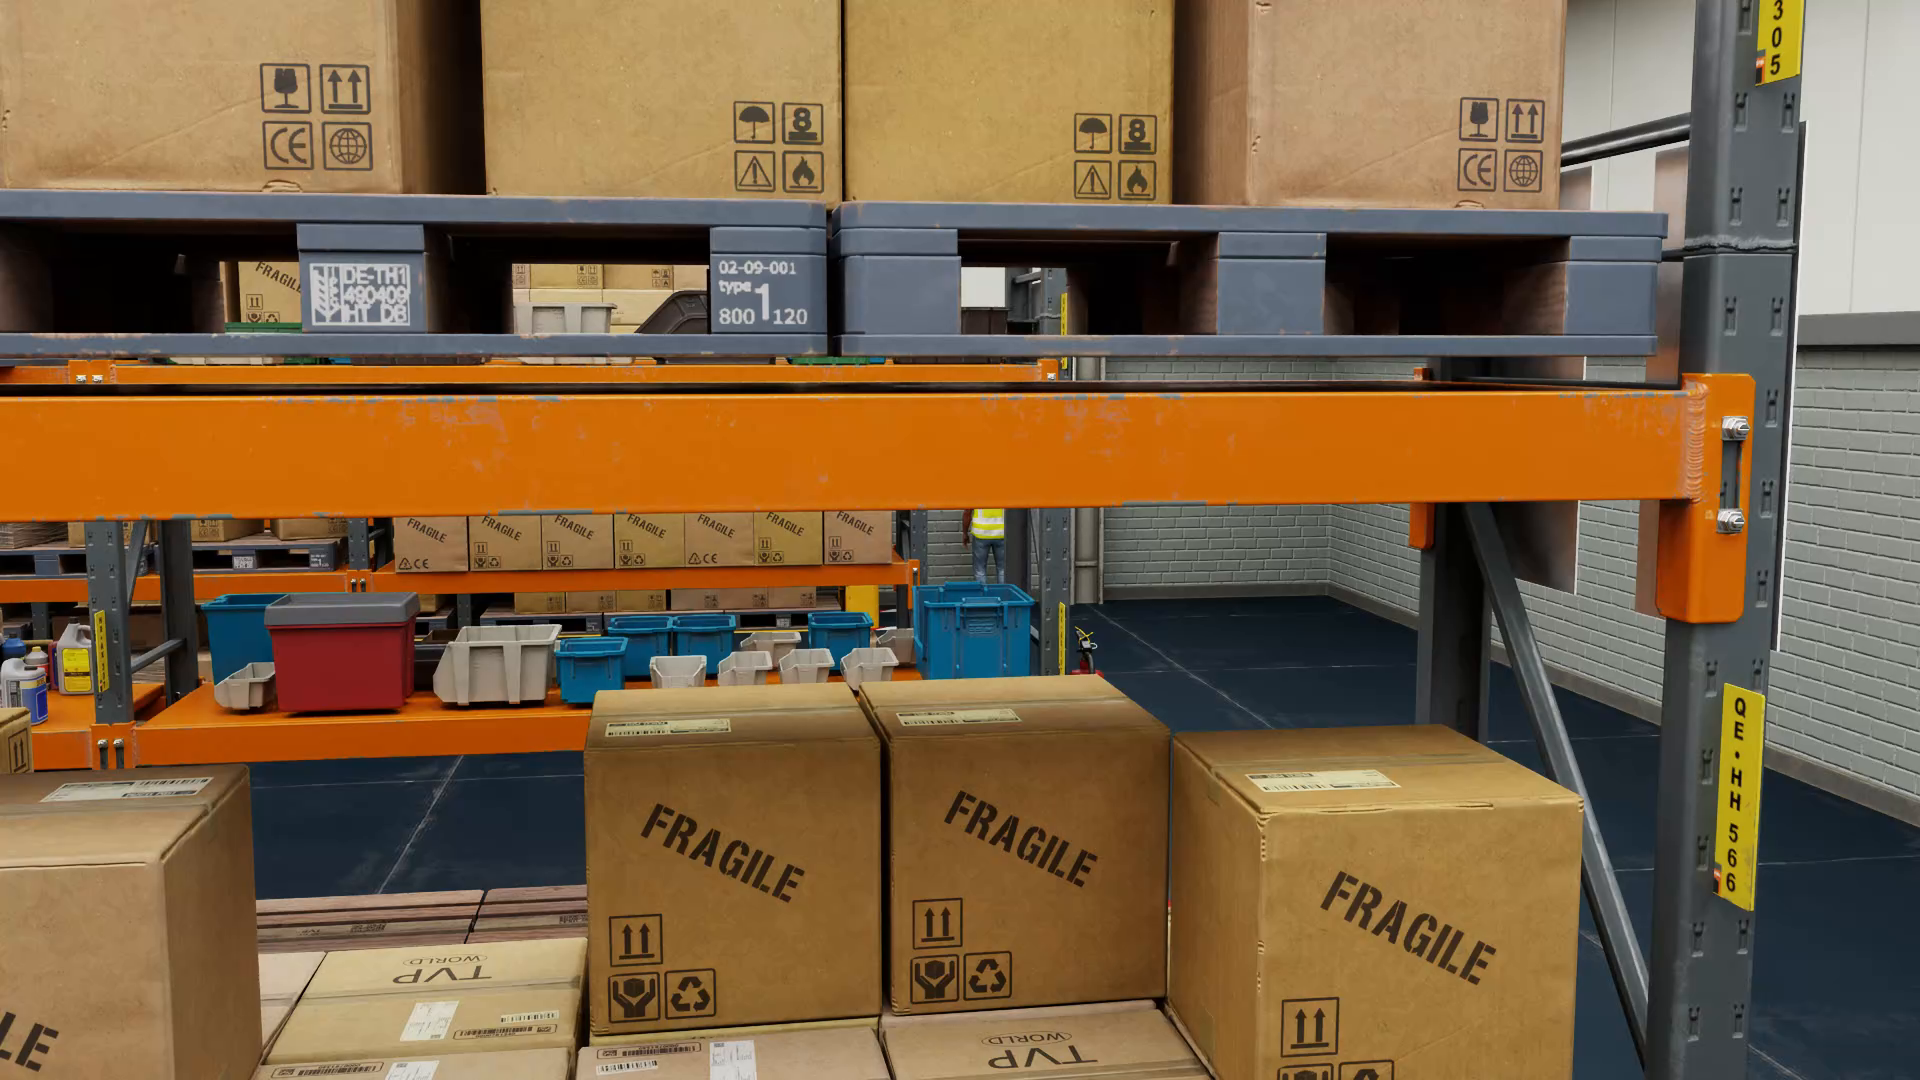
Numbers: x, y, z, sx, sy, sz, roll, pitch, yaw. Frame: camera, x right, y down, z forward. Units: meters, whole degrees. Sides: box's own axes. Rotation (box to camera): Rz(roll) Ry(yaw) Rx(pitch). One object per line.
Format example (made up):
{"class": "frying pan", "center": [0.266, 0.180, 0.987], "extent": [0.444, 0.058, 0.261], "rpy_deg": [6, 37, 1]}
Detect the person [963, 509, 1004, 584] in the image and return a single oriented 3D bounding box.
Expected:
{"class": "person", "center": [0.332, -0.063, 18.193], "extent": [0.626, 1.760, 0.461], "rpy_deg": [-1, 7, -9]}
